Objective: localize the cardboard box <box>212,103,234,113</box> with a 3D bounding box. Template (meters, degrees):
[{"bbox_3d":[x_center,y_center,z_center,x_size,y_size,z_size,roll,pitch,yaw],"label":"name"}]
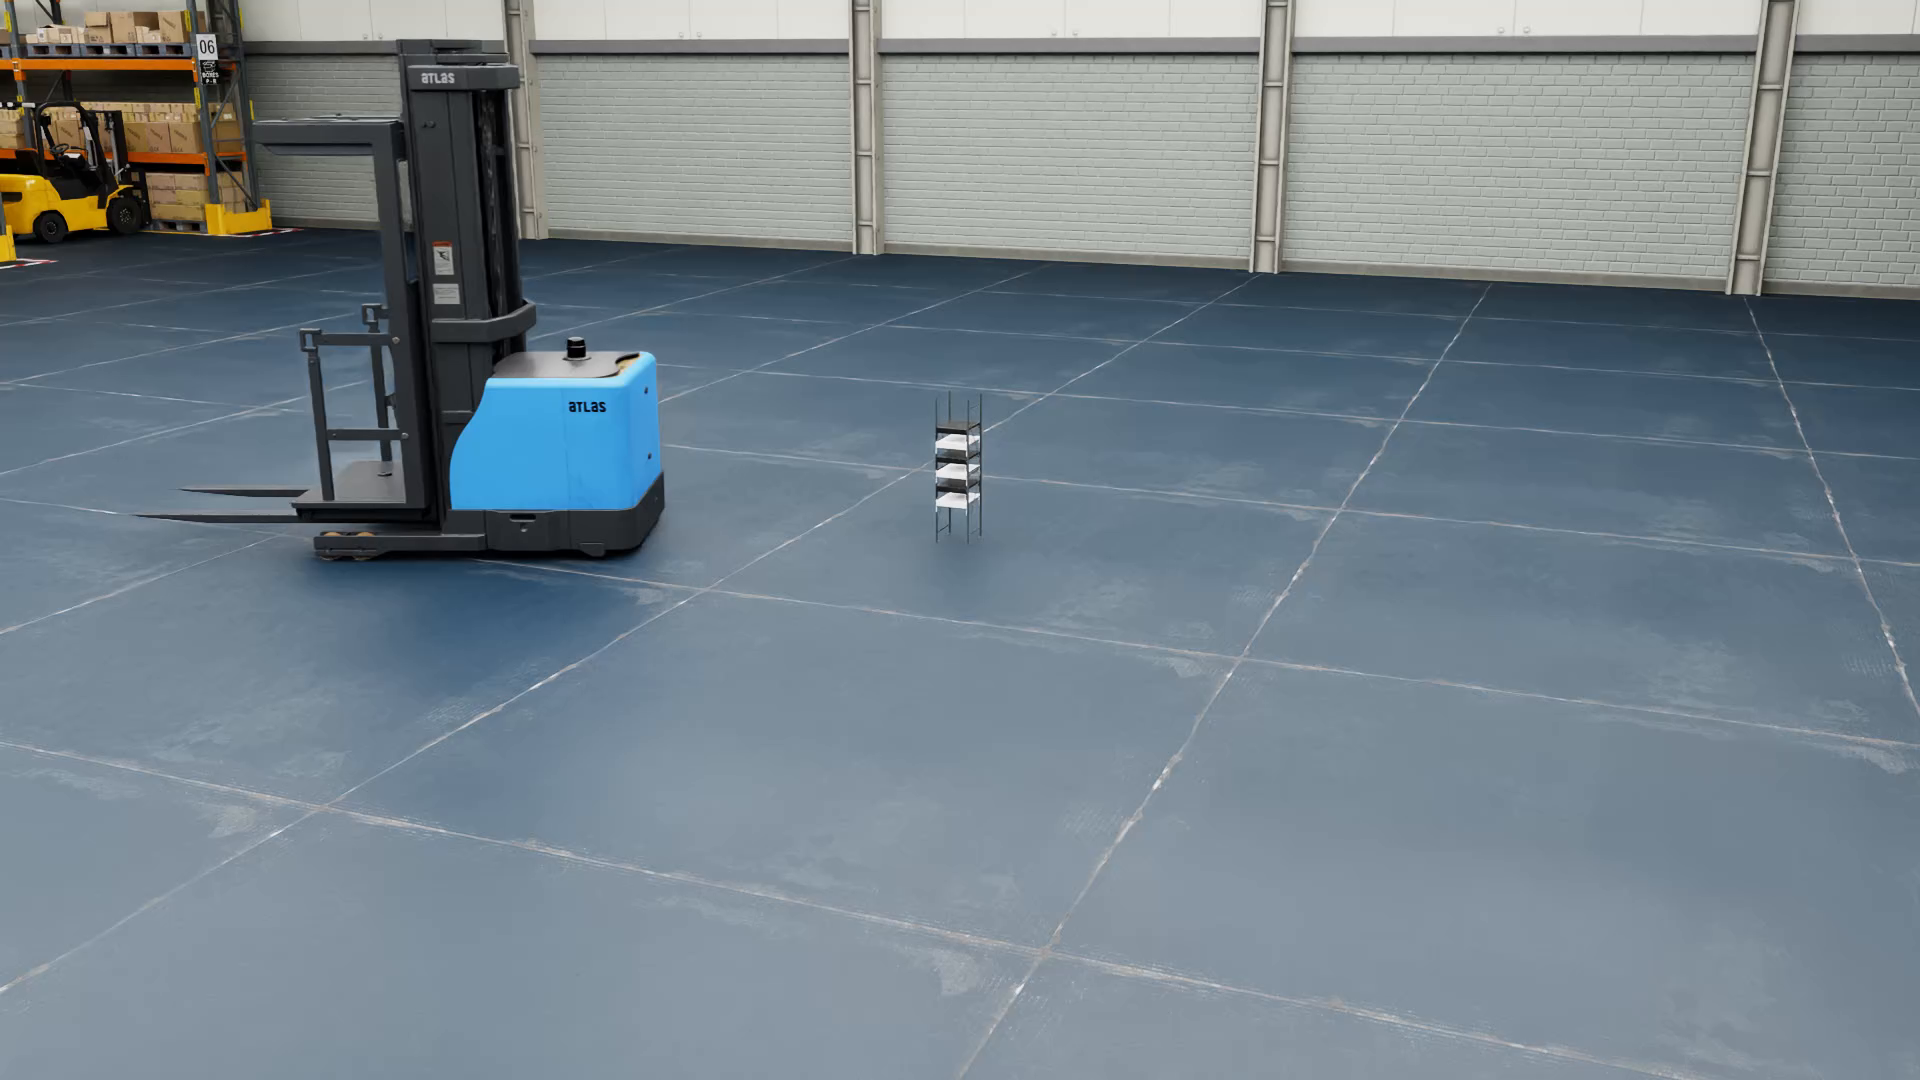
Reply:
[{"bbox_3d":[-12.453,-7.268,27.951,0.250,0.149,0.380,6,17,20],"label":"cardboard box"}]

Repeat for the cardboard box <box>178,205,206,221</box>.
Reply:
[{"bbox_3d":[-12.772,-5.523,27.995,0.500,0.250,0.500,6,17,21],"label":"cardboard box"}]

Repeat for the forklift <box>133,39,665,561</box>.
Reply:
[{"bbox_3d":[-3.404,-1.432,9.848,3.031,2.935,1.130,0,16,1],"label":"forklift"}]

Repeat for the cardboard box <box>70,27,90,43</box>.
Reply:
[{"bbox_3d":[-14.670,-8.480,27.931,0.258,0.266,0.396,6,17,19],"label":"cardboard box"}]

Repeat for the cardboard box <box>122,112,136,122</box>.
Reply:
[{"bbox_3d":[-13.846,-7.123,27.985,0.250,0.149,0.380,6,17,21],"label":"cardboard box"}]

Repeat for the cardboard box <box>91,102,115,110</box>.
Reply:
[{"bbox_3d":[-14.524,-7.366,28.291,0.250,0.149,0.380,6,17,20],"label":"cardboard box"}]

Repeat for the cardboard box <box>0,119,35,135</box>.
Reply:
[{"bbox_3d":[-16.490,-7.237,29.093,0.500,0.250,0.500,6,17,19],"label":"cardboard box"}]

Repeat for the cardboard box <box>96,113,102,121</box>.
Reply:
[{"bbox_3d":[-14.559,-7.205,28.268,0.250,0.149,0.380,6,17,19],"label":"cardboard box"}]

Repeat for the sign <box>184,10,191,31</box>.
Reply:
[{"bbox_3d":[-12.431,-8.364,26.777,0.005,0.325,0.100,6,17,21],"label":"sign"}]

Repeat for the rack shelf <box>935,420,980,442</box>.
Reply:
[{"bbox_3d":[-0.008,-0.660,9.985,0.200,0.077,0.258,6,17,21],"label":"rack shelf"}]

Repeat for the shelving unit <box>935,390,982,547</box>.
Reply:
[{"bbox_3d":[-0.008,-0.433,10.051,0.210,0.900,0.258,6,17,21],"label":"shelving unit"}]

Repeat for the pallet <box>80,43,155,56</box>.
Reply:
[{"bbox_3d":[-14.006,-8.277,28.082,1.213,0.211,1.003,6,17,21],"label":"pallet"}]

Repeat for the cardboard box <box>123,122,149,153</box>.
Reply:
[{"bbox_3d":[-13.729,-6.813,28.084,0.500,0.500,0.500,6,17,20],"label":"cardboard box"}]

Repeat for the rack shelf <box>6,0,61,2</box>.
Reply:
[{"bbox_3d":[-14.079,-9.223,27.812,4.000,0.370,1.077,6,17,21],"label":"rack shelf"}]

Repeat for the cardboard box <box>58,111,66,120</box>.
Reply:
[{"bbox_3d":[-15.246,-7.298,28.588,0.250,0.149,0.380,6,17,21],"label":"cardboard box"}]

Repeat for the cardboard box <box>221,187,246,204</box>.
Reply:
[{"bbox_3d":[-12.580,-5.899,28.394,0.500,0.250,0.500,7,17,22],"label":"cardboard box"}]

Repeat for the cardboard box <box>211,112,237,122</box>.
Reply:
[{"bbox_3d":[-12.439,-7.137,28.034,0.250,0.149,0.380,6,17,19],"label":"cardboard box"}]

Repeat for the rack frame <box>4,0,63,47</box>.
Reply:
[{"bbox_3d":[-15.940,-9.966,28.360,0.127,3.000,1.000,6,17,21],"label":"rack frame"}]

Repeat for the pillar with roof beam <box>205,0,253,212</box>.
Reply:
[{"bbox_3d":[-14.115,-8.745,24.156,0.400,9.000,9.100,6,17,21],"label":"pillar with roof beam"}]

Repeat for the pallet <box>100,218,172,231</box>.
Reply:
[{"bbox_3d":[-14.076,-5.529,28.840,1.213,0.211,1.003,6,17,21],"label":"pallet"}]

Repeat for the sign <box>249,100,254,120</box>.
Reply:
[{"bbox_3d":[-12.009,-7.272,28.149,0.005,0.325,0.100,6,17,21],"label":"sign"}]

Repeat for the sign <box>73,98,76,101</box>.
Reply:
[{"bbox_3d":[-15.737,-7.682,29.561,0.005,0.325,0.100,6,17,21],"label":"sign"}]

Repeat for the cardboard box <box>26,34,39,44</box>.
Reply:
[{"bbox_3d":[-15.634,-8.529,28.312,0.250,0.149,0.380,7,17,22],"label":"cardboard box"}]

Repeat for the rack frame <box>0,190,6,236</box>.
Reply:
[{"bbox_3d":[-14.036,-5.388,23.352,0.127,3.000,1.000,6,17,21],"label":"rack frame"}]

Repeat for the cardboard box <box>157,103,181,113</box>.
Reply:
[{"bbox_3d":[-13.123,-7.197,27.707,0.250,0.149,0.380,7,17,22],"label":"cardboard box"}]

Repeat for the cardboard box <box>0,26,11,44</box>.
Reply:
[{"bbox_3d":[-16.702,-8.743,28.756,0.500,0.311,0.500,6,17,19],"label":"cardboard box"}]

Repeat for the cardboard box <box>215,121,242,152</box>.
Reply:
[{"bbox_3d":[-12.578,-6.846,28.196,0.500,0.500,0.500,7,18,22],"label":"cardboard box"}]

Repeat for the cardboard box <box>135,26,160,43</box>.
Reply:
[{"bbox_3d":[-13.337,-8.333,27.425,0.258,0.266,0.396,6,17,21],"label":"cardboard box"}]

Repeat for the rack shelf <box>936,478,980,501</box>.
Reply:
[{"bbox_3d":[-0.008,-0.315,10.085,0.200,0.077,0.258,6,17,21],"label":"rack shelf"}]

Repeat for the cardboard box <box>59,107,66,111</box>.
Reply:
[{"bbox_3d":[-15.235,-7.450,28.580,0.250,0.149,0.380,6,17,20],"label":"cardboard box"}]

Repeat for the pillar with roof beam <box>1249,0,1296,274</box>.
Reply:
[{"bbox_3d":[2.629,-6.904,17.813,0.400,9.000,9.100,6,17,21],"label":"pillar with roof beam"}]

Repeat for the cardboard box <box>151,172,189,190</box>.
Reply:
[{"bbox_3d":[-13.239,-6.054,28.031,0.500,0.250,0.500,7,17,22],"label":"cardboard box"}]

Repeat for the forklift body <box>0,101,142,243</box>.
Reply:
[{"bbox_3d":[-14.652,-5.989,26.944,1.214,2.155,2.313,6,17,21],"label":"forklift body"}]

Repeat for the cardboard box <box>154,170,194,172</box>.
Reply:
[{"bbox_3d":[-13.524,-6.239,28.670,0.500,0.250,0.500,6,17,20],"label":"cardboard box"}]

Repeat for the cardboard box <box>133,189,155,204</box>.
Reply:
[{"bbox_3d":[-13.737,-5.867,28.284,0.500,0.250,0.500,6,17,19],"label":"cardboard box"}]

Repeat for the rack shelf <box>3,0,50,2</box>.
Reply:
[{"bbox_3d":[-17.800,-9.633,29.221,4.000,0.370,1.077,6,17,21],"label":"rack shelf"}]

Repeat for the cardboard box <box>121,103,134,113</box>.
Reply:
[{"bbox_3d":[-13.853,-7.264,27.940,0.250,0.149,0.380,7,17,22],"label":"cardboard box"}]

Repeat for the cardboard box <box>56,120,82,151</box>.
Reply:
[{"bbox_3d":[-15.132,-6.970,28.625,0.500,0.500,0.500,7,17,22],"label":"cardboard box"}]

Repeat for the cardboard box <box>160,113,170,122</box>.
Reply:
[{"bbox_3d":[-13.111,-7.059,27.765,0.250,0.149,0.380,7,17,22],"label":"cardboard box"}]
